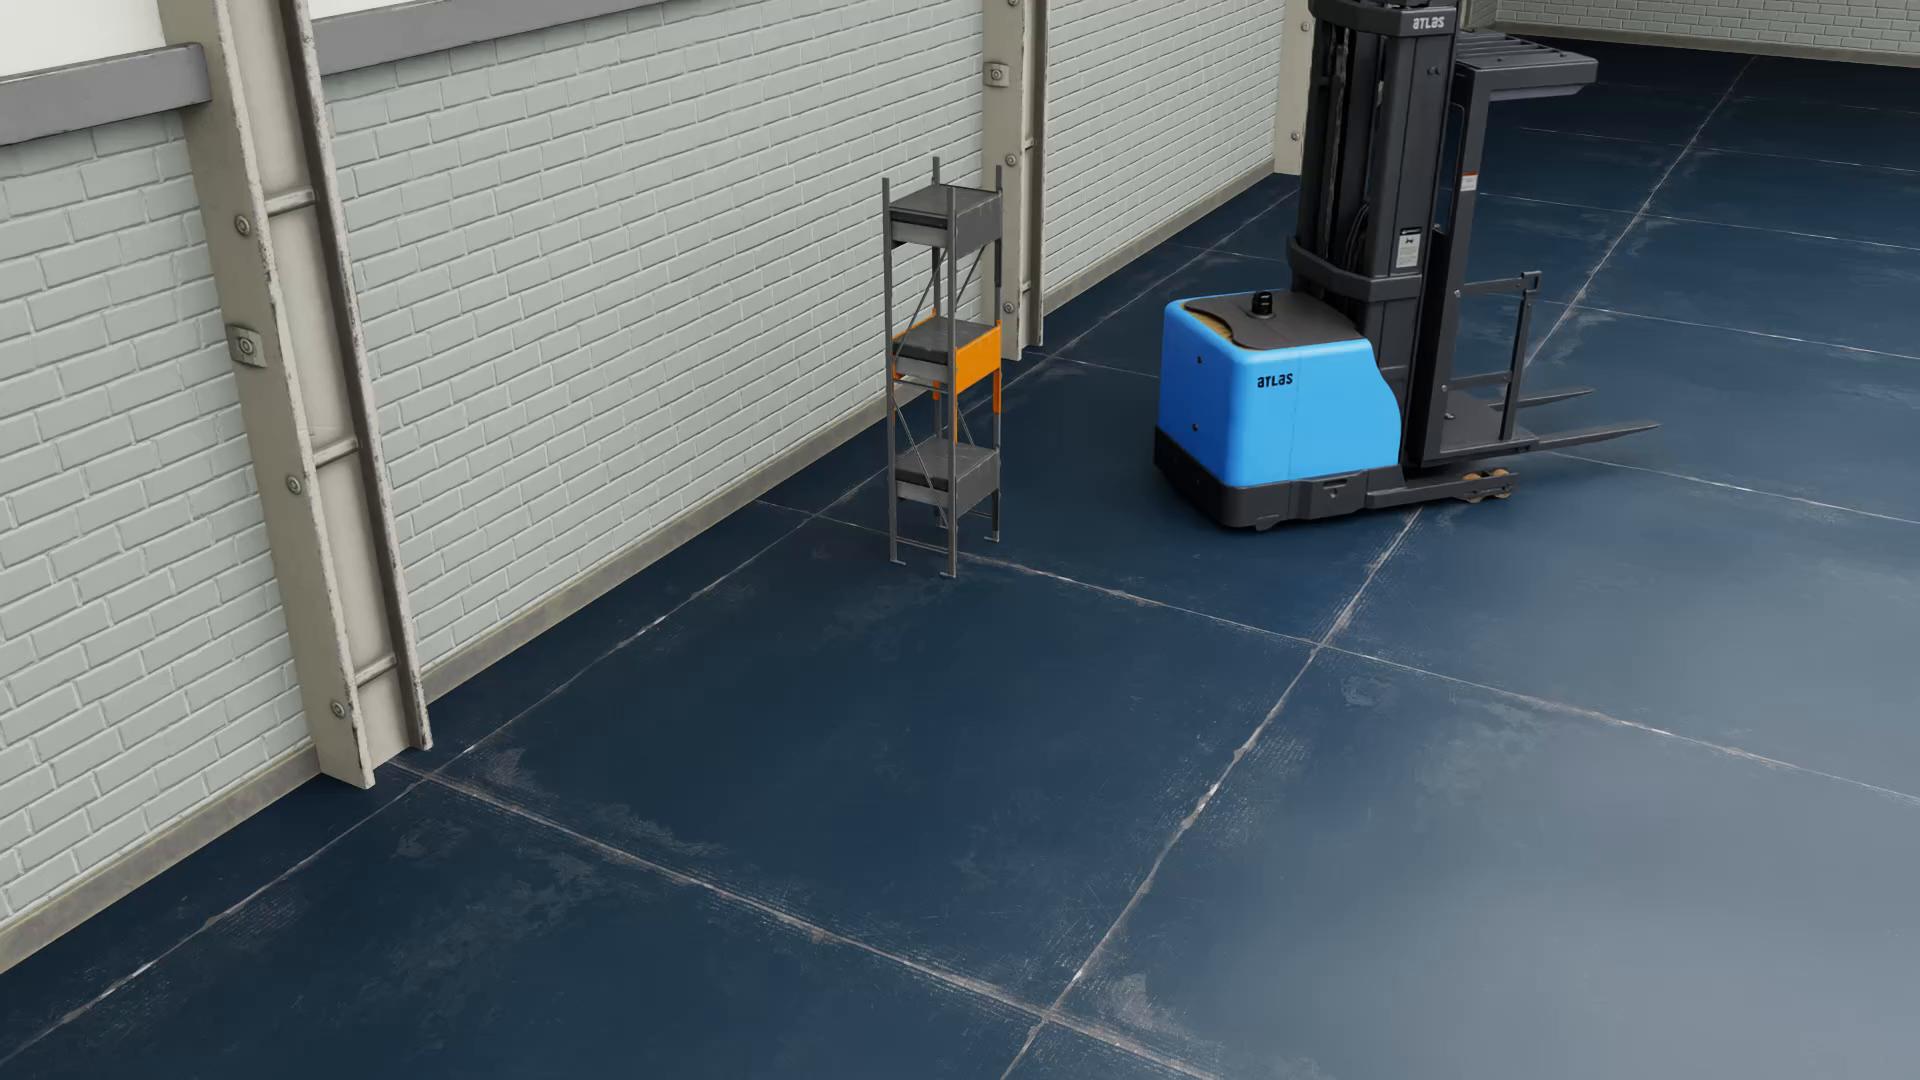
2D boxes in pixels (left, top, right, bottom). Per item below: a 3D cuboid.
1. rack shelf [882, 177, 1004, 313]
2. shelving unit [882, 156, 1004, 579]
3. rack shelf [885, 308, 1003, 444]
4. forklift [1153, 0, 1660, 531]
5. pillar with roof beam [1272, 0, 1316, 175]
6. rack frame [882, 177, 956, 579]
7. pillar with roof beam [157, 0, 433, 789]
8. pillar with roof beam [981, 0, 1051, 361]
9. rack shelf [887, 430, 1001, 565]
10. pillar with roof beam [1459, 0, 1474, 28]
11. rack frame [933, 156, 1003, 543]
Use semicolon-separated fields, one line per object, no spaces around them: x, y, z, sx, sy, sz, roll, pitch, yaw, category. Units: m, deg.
-0.081;-1.488;8.344;0.431;0.518;0.480;14;30;26;rack shelf
-0.081;-0.874;8.651;0.431;2.100;0.503;14;30;26;shelving unit
-0.081;-0.862;8.657;0.431;0.518;0.480;14;30;26;rack shelf
2.741;-1.742;9.455;3.031;2.935;1.130;-9;28;-17;forklift
7.073;-6.795;12.771;9.100;9.000;0.400;14;30;26;pillar with roof beam
-0.201;-0.779;8.461;0.400;2.100;0.015;14;30;26;rack frame
1.170;-2.118;3.429;9.100;9.000;0.400;14;30;26;pillar with roof beam
4.121;-4.457;8.100;9.100;9.000;0.400;14;30;26;pillar with roof beam
-0.081;-0.236;8.971;0.431;0.518;0.480;14;30;26;rack shelf
10.025;-9.133;17.442;9.100;9.000;0.400;14;30;26;pillar with roof beam
0.039;-0.970;8.841;0.400;2.100;0.015;14;30;26;rack frame
